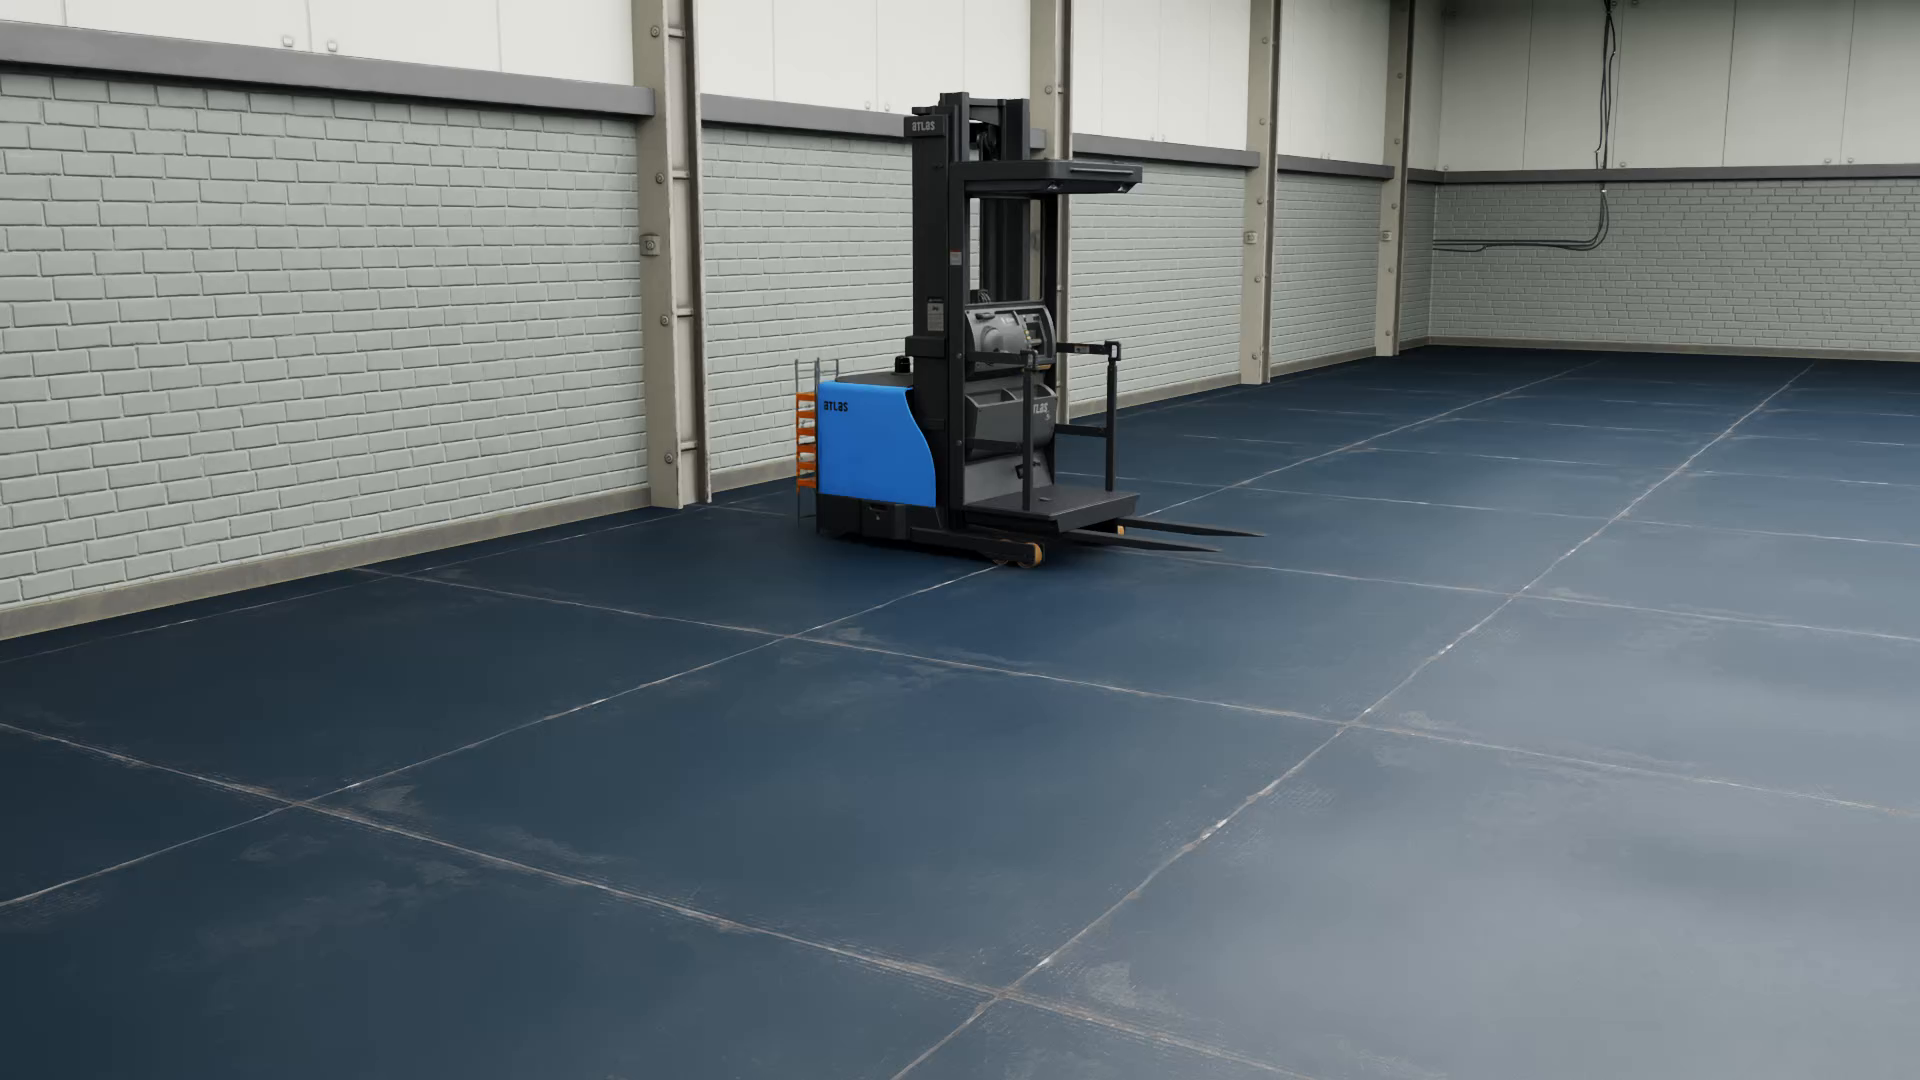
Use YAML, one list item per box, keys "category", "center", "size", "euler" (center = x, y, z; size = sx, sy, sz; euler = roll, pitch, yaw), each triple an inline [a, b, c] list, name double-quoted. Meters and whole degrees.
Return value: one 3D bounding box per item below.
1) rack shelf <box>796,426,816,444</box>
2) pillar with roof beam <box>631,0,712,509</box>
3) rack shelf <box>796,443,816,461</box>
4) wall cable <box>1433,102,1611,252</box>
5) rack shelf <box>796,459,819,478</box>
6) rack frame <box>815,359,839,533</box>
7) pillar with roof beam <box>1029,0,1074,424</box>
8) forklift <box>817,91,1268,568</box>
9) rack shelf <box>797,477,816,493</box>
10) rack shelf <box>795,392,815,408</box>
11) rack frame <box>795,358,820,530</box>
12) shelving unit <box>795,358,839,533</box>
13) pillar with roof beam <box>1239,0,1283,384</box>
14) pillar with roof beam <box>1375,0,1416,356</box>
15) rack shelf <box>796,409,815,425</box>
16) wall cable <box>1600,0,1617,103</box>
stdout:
- category: "rack shelf"
  center: [-0.996, -0.743, 11.656]
  size: [0.180, 0.103, 0.258]
  euler: [8, 13, 38]
- category: "pillar with roof beam"
  center: [1.512, -4.295, 9.854]
  size: [9.100, 9.000, 0.400]
  euler: [6, 12, 31]
- category: "rack shelf"
  center: [-0.996, -0.625, 11.677]
  size: [0.180, 0.103, 0.258]
  euler: [8, 13, 38]
- category: "wall cable"
  center: [9.838, -6.348, 29.258]
  size: [3.097, 2.526, 0.112]
  euler: [6, 12, 31]
- category: "rack shelf"
  center: [-0.996, -0.507, 11.697]
  size: [0.180, 0.103, 0.258]
  euler: [8, 13, 38]
- category: "rack frame"
  center: [-0.924, -0.659, 11.613]
  size: [0.006, 1.200, 0.240]
  euler: [8, 13, 38]
- category: "pillar with roof beam"
  center: [4.627, -5.238, 14.895]
  size: [9.100, 9.000, 0.400]
  euler: [6, 12, 31]
- category: "forklift"
  center: [0.502, -1.372, 10.734]
  size: [3.031, 2.935, 1.130]
  euler: [8, 13, 36]
- category: "rack shelf"
  center: [-0.996, -0.388, 11.718]
  size: [0.180, 0.103, 0.258]
  euler: [8, 13, 38]
- category: "rack shelf"
  center: [-0.995, -0.979, 11.614]
  size: [0.180, 0.103, 0.258]
  euler: [8, 13, 38]
- category: "rack frame"
  center: [-1.068, -0.679, 11.725]
  size: [0.006, 1.200, 0.240]
  euler: [8, 13, 38]
- category: "shelving unit"
  center: [-0.996, -0.669, 11.669]
  size: [0.189, 1.200, 0.258]
  euler: [8, 13, 38]
- category: "pillar with roof beam"
  center: [7.742, -6.182, 19.935]
  size: [9.100, 9.000, 0.400]
  euler: [6, 12, 31]
- category: "pillar with roof beam"
  center: [10.857, -7.126, 24.975]
  size: [9.100, 9.000, 0.400]
  euler: [6, 12, 31]
- category: "rack shelf"
  center: [-0.995, -0.861, 11.635]
  size: [0.180, 0.103, 0.258]
  euler: [8, 13, 38]
- category: "wall cable"
  center: [12.150, -8.571, 27.413]
  size: [3.097, 2.526, 0.112]
  euler: [6, 12, 31]
